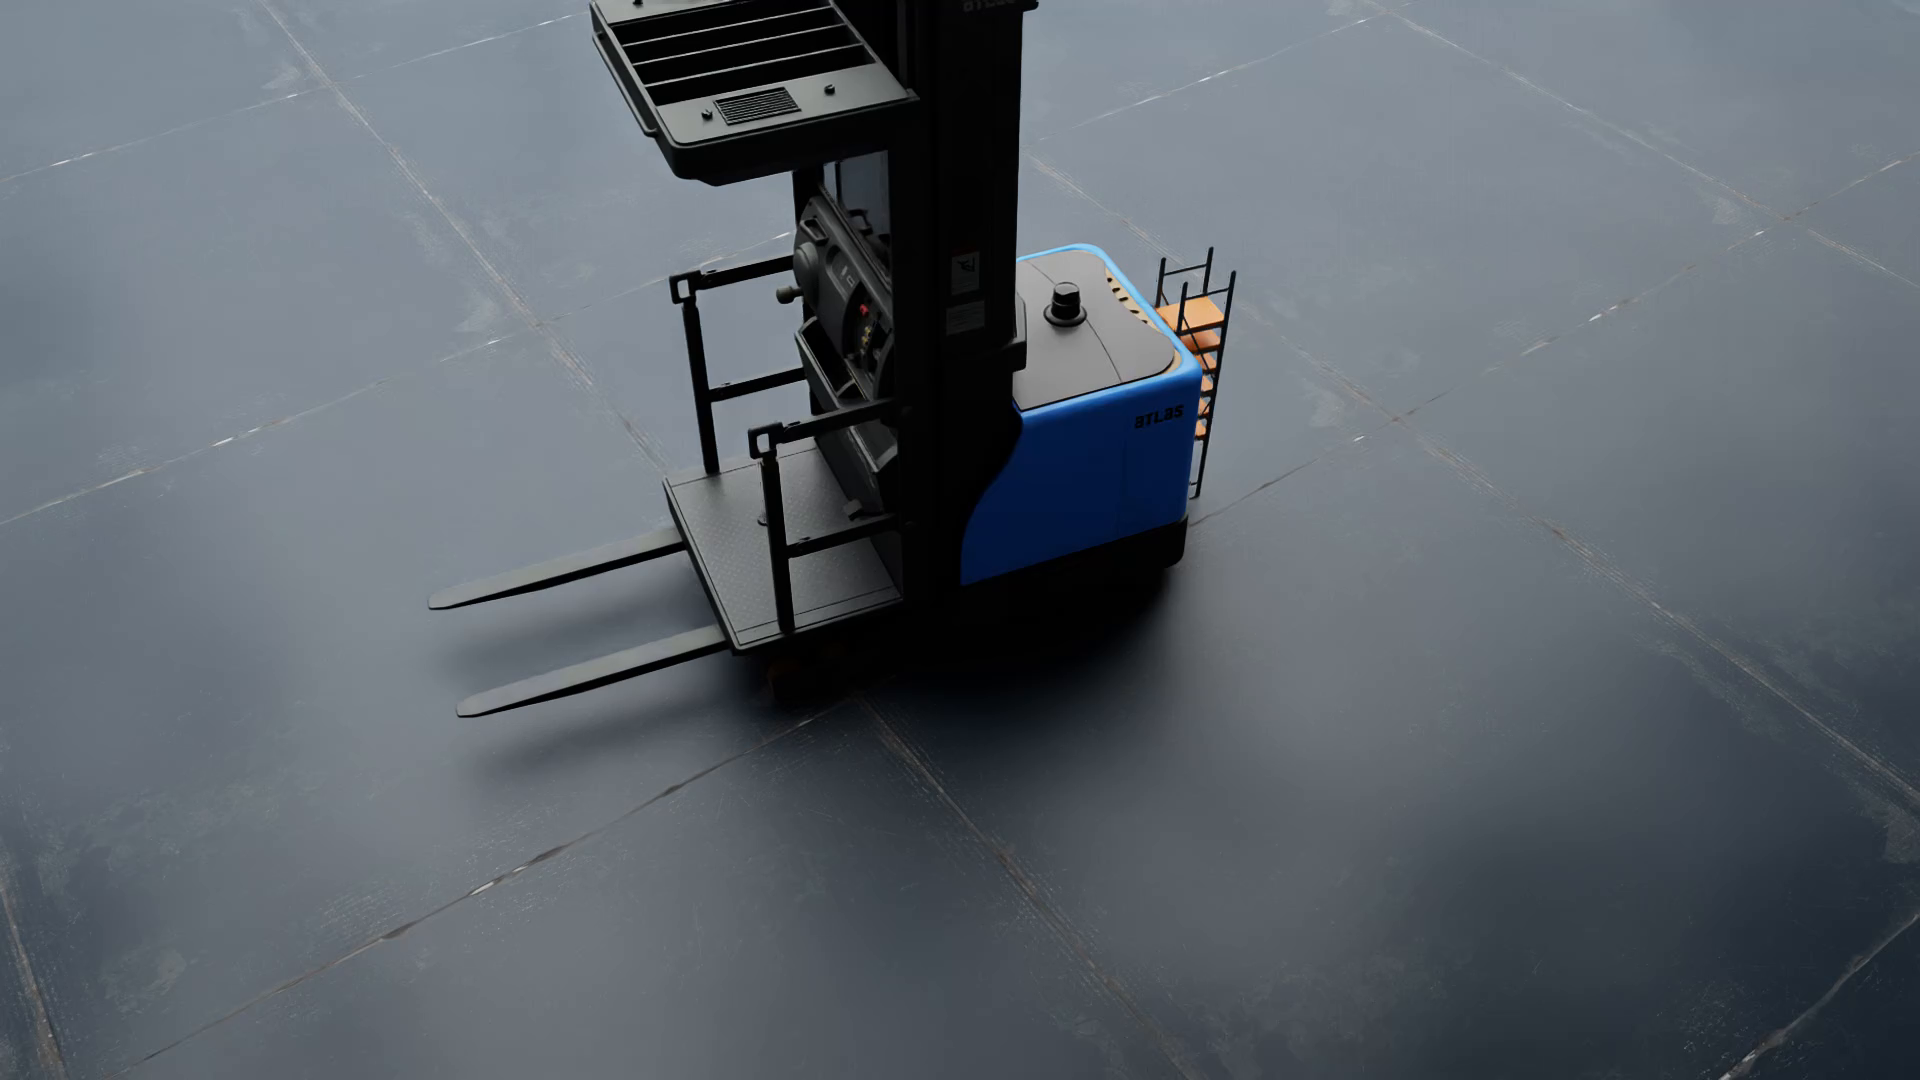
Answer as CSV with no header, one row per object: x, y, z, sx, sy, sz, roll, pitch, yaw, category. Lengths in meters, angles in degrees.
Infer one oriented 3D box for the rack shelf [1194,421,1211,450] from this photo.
0.933,-0.457,7.257,0.258,0.103,0.180,-15,46,-18,rack shelf

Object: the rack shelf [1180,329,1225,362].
0.945,-0.807,6.929,0.258,0.103,0.180,-15,46,-18,rack shelf

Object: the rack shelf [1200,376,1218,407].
0.939,-0.632,7.093,0.258,0.103,0.180,-15,46,-18,rack shelf

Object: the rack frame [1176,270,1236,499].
0.976,-0.606,7.002,0.240,1.200,0.006,-15,46,-18,rack frame

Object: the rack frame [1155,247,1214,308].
0.904,-0.723,7.124,0.240,1.200,0.006,-15,46,-18,rack frame

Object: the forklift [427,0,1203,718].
-0.613,-0.854,6.013,3.031,2.935,1.130,-16,46,-16,forklift

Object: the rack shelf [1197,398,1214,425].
0.936,-0.544,7.175,0.258,0.103,0.180,-15,46,-18,rack shelf

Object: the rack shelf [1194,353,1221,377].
0.942,-0.719,7.011,0.258,0.103,0.180,-15,46,-18,rack shelf

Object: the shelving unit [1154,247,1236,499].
0.940,-0.664,7.063,0.258,1.200,0.189,-15,46,-18,shelving unit

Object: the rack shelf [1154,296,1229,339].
0.948,-0.895,6.847,0.258,0.103,0.180,-15,46,-18,rack shelf
